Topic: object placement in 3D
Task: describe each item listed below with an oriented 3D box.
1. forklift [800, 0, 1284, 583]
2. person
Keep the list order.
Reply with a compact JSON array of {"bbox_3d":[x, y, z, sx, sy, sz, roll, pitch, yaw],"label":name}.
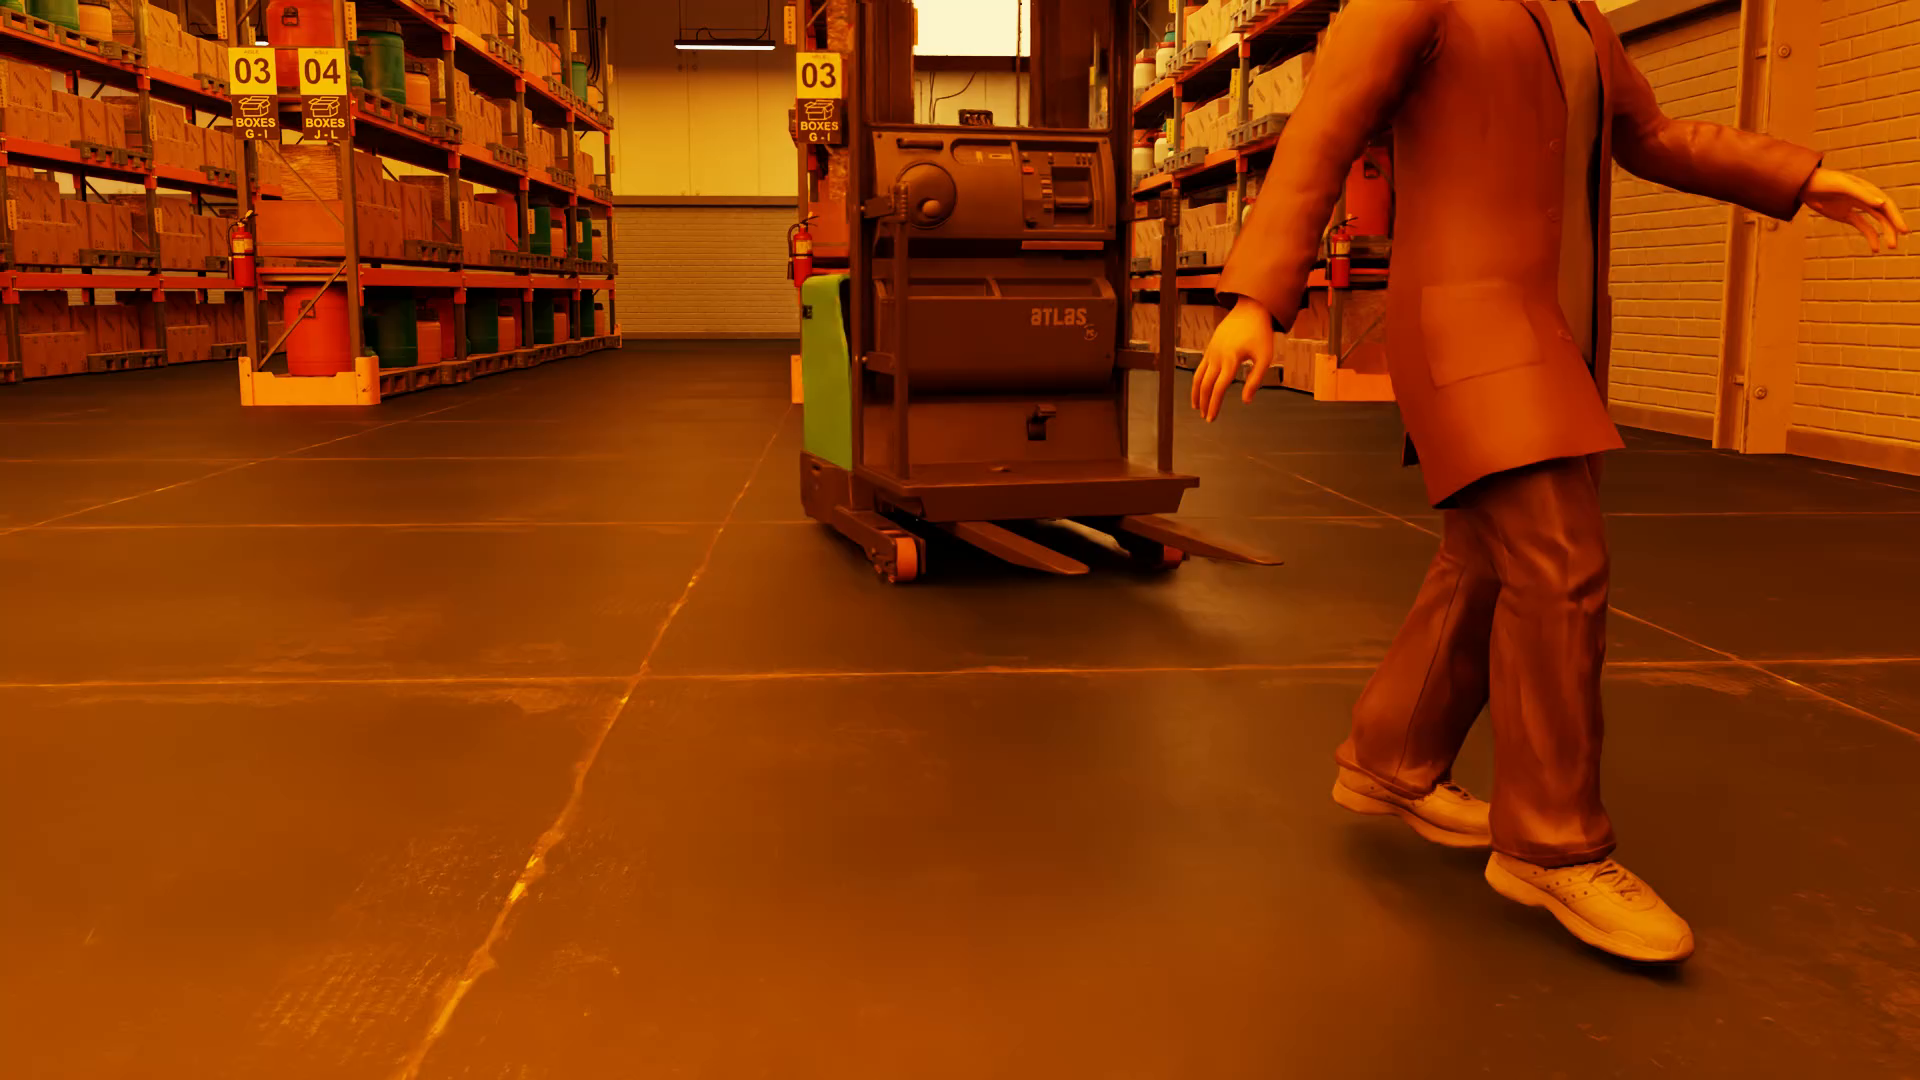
[{"bbox_3d":[0.196,-1.363,6.007,1.130,2.935,3.031,-2,9,-16],"label":"forklift"},{"bbox_3d":[0.895,-0.296,2.665,1.022,1.755,0.812,-7,11,-41],"label":"person"}]
